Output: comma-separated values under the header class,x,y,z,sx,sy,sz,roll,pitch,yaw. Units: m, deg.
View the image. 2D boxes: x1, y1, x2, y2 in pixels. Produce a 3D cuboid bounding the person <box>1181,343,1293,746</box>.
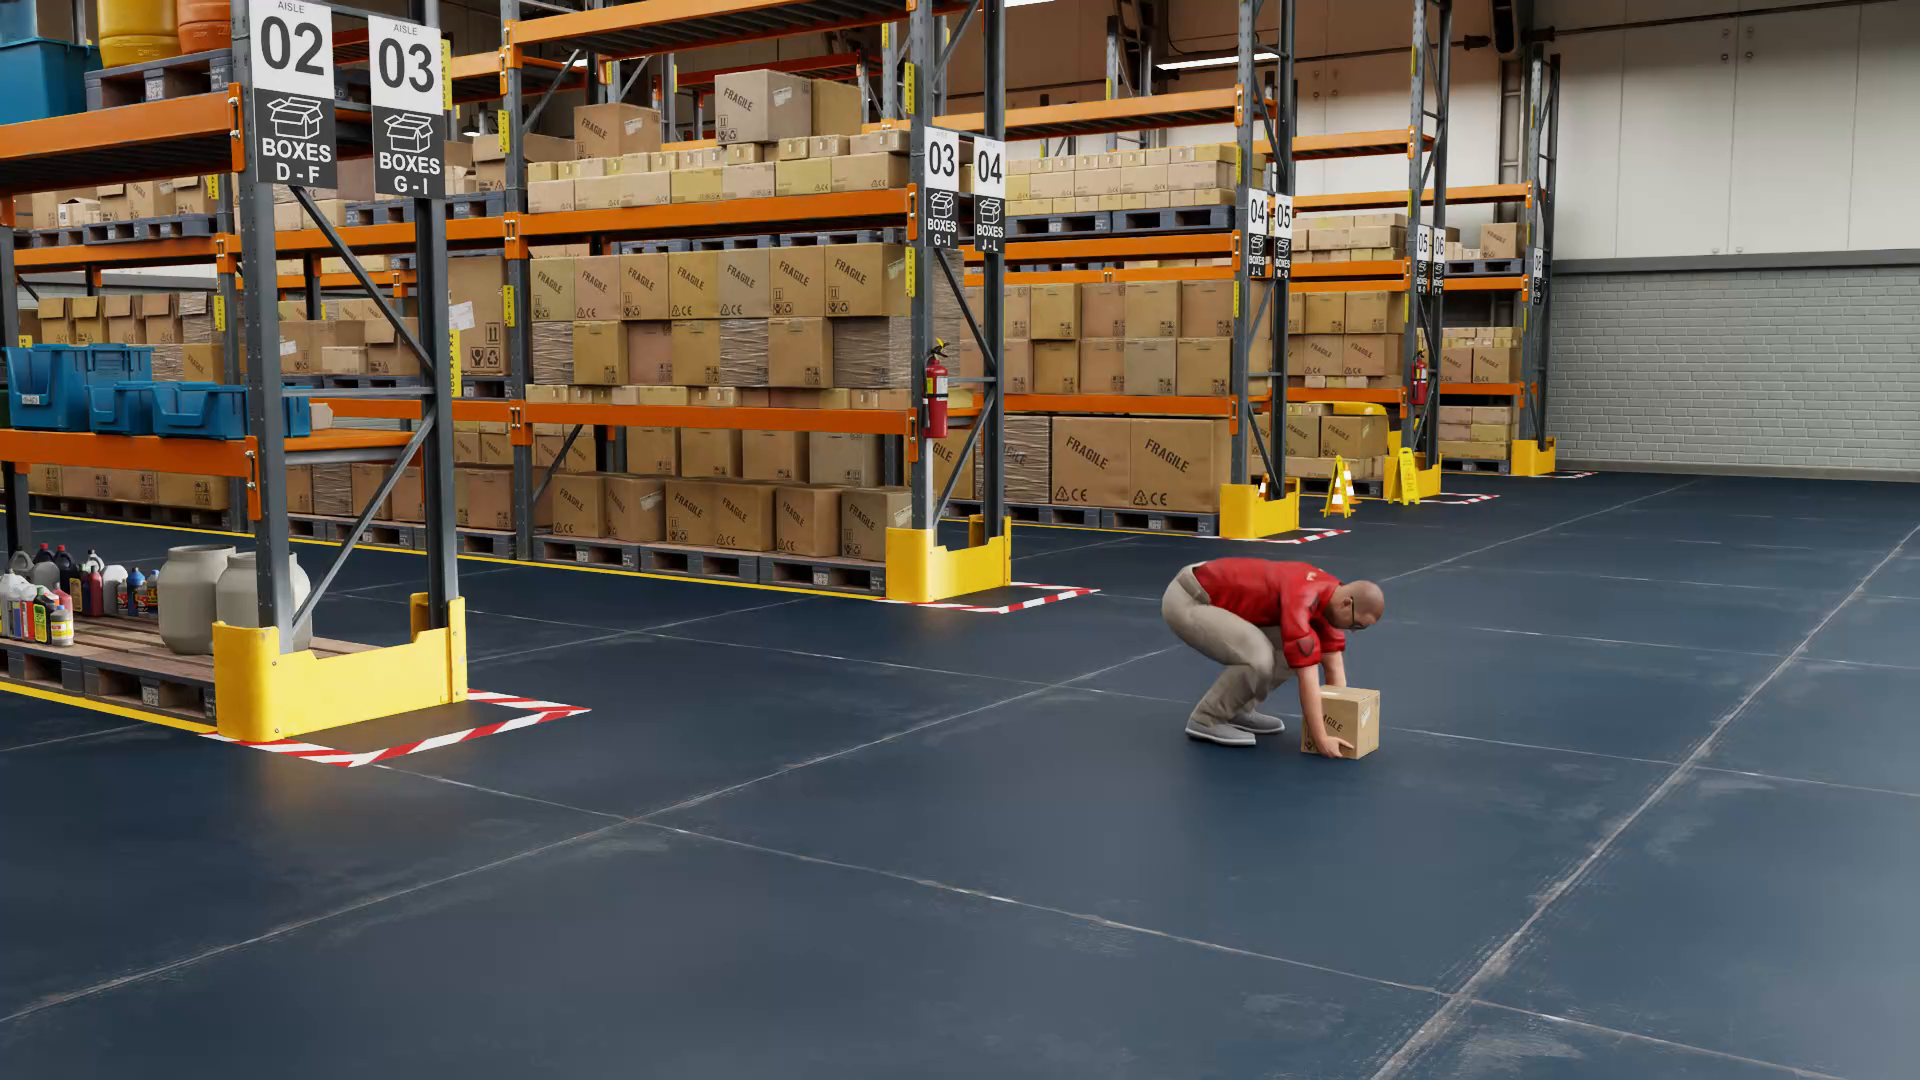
class,x,y,z,sx,sy,sz,roll,pitch,yaw
person,1.256,0.010,7.255,0.530,1.725,0.514,4,7,33
